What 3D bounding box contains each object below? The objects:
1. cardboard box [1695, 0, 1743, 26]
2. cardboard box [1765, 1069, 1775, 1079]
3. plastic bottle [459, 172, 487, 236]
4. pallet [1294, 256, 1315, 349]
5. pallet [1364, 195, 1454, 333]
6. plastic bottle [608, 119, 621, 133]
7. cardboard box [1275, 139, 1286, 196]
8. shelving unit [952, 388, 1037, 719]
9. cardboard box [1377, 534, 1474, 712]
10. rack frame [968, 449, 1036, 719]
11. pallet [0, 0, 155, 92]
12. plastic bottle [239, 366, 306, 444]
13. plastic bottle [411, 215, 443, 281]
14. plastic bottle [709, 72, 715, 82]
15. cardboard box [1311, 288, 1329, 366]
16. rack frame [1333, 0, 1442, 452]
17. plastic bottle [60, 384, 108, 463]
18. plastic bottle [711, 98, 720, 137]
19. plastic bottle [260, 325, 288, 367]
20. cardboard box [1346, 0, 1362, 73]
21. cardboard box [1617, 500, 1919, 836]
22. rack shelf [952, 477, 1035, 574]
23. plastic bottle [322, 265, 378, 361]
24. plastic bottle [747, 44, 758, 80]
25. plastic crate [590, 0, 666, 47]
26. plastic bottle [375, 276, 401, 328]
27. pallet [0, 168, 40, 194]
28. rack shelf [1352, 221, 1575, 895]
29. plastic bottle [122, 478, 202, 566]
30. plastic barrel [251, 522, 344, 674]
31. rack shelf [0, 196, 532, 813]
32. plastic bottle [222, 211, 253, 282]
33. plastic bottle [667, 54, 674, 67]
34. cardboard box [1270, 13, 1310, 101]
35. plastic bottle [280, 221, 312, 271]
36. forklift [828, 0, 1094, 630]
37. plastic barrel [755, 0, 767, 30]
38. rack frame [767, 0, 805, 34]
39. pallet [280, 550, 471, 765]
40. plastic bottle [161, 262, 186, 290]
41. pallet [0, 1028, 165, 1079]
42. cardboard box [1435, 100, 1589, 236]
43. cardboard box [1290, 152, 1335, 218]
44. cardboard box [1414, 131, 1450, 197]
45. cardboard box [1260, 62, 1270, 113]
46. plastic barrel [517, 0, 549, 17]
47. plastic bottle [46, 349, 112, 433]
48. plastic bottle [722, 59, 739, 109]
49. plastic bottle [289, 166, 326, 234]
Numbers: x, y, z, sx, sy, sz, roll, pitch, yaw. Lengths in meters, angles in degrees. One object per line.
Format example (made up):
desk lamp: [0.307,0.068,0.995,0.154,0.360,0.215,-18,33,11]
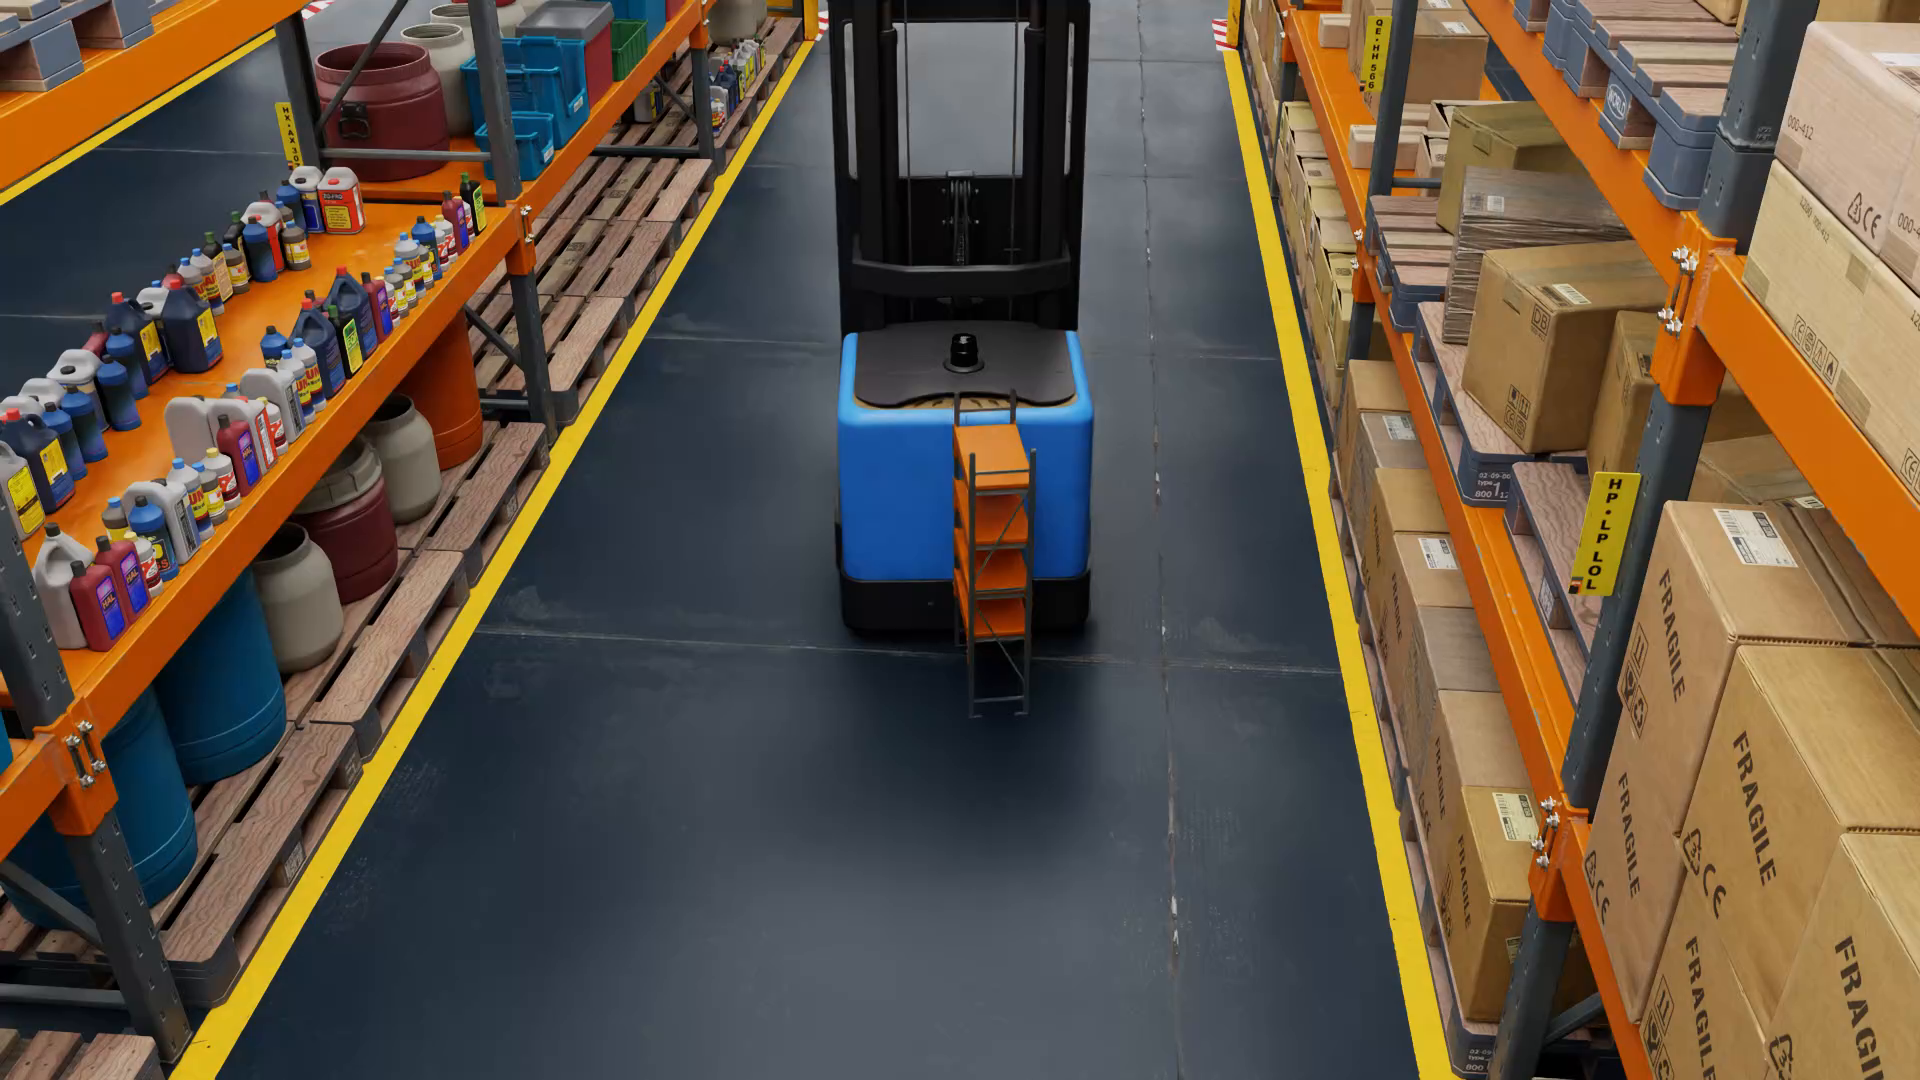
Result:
cardboard box: [2.172,-1.648,4.115,0.600,0.600,0.600,2,32,3]
cardboard box: [1.632,1.246,2.774,0.500,0.500,0.500,2,32,4]
plastic bottle: [-2.192,-1.522,7.472,0.061,0.283,0.133,2,32,4]
pallet: [2.560,-1.466,9.927,1.003,0.211,1.213,2,32,4]
pallet: [2.367,-1.149,6.938,1.213,0.211,1.003,2,32,4]
plastic bottle: [-2.540,-3.092,12.156,0.097,0.201,0.097,0,32,0]
cardboard box: [2.398,-2.487,11.147,0.500,0.250,0.500,2,32,3]
shelving unit: [0.124,0.063,6.500,0.258,1.200,0.503,-4,32,-6]
cardboard box: [1.910,0.324,6.328,0.500,0.500,0.500,1,32,2]
rack frame: [0.153,0.192,6.294,0.240,1.200,0.015,-4,32,-6]
pallet: [-2.944,-1.320,4.354,1.213,0.211,1.003,2,32,4]
plastic bottle: [-2.399,-0.488,5.801,0.152,0.276,0.135,2,32,4]
plastic bottle: [-2.255,-1.235,7.017,0.097,0.271,0.097,0,32,0]
plastic bottle: [-1.888,-3.404,12.596,0.097,0.271,0.097,0,32,0]
cardboard box: [2.190,-1.151,8.979,0.500,0.250,0.500,2,32,3]
rack frame: [2.352,-1.588,7.467,1.000,3.000,0.127,2,32,4]
plastic bottle: [-2.993,-0.404,5.670,0.097,0.271,0.097,0,32,0]
plastic bottle: [-1.796,-3.067,12.048,0.097,0.271,0.097,0,32,0]
plastic bottle: [-2.490,-0.654,6.074,0.097,0.271,0.097,0,32,0]
cardboard box: [2.556,-3.046,9.738,0.500,0.500,0.500,5,32,8]
cardboard box: [1.707,0.270,3.404,0.500,0.500,0.500,3,32,5]
rack shelf: [0.125,-0.069,6.417,0.258,0.148,0.480,-4,32,-6]
plastic bottle: [-2.340,-0.871,6.352,0.144,0.351,0.185,2,32,4]
plastic bottle: [-1.705,-3.830,13.283,0.152,0.276,0.135,2,32,3]
plastic crate: [-2.039,-3.296,10.254,0.392,0.384,0.575,2,32,4]
plastic bottle: [-2.294,-0.950,6.622,0.097,0.201,0.097,0,32,0]
pallet: [-7.257,-2.510,11.622,1.003,0.211,1.213,2,32,4]
rack shelf: [2.189,-0.236,5.959,1.077,0.370,4.000,2,32,4]
plastic bottle: [-2.463,-0.074,5.129,0.152,0.276,0.135,2,32,4]
plastic barrel: [-2.656,0.225,6.496,0.421,0.512,0.421,0,32,0]
rack shelf: [-2.748,-0.449,6.306,1.077,0.370,4.000,2,32,4]
plastic bottle: [-3.036,-1.229,6.997,0.061,0.283,0.133,2,32,4]
plastic bottle: [-2.400,-3.992,13.616,0.097,0.201,0.097,0,32,0]
cardboard box: [2.550,-3.520,12.108,0.500,0.500,0.500,2,32,4]
plastic bottle: [-2.854,-1.267,7.136,0.097,0.201,0.097,0,32,0]
forklift: [-0.010,-1.609,7.567,1.130,2.935,3.031,-1,32,-1]
plastic barrel: [-1.911,-4.757,14.581,0.421,0.512,0.421,0,32,0]
rack frame: [-1.933,-5.984,14.602,1.000,3.000,0.127,2,32,4]
pallet: [-2.709,0.436,6.841,1.003,0.211,1.213,2,32,4]
plastic bottle: [-3.082,-0.937,6.522,0.061,0.283,0.133,2,32,4]
pallet: [-2.932,1.864,4.525,1.003,0.211,1.213,2,32,4]
cardboard box: [2.413,-1.475,6.789,0.700,0.500,0.500,-8,33,-13]
cardboard box: [2.309,-2.189,10.128,0.500,0.311,0.500,1,32,2]
cardboard box: [2.425,-1.738,7.796,0.500,0.311,0.500,4,32,7]
cardboard box: [2.574,-3.462,12.730,0.500,0.250,0.500,2,32,4]
plastic barrel: [-2.615,-3.076,9.753,0.433,0.535,0.433,0,32,0]
plastic bottle: [-3.100,-0.523,5.858,0.152,0.276,0.135,2,32,4]
plastic bottle: [-1.764,-3.456,12.604,0.144,0.351,0.185,1,32,2]
plastic bottle: [-2.942,-1.536,7.502,0.152,0.276,0.135,2,32,4]
